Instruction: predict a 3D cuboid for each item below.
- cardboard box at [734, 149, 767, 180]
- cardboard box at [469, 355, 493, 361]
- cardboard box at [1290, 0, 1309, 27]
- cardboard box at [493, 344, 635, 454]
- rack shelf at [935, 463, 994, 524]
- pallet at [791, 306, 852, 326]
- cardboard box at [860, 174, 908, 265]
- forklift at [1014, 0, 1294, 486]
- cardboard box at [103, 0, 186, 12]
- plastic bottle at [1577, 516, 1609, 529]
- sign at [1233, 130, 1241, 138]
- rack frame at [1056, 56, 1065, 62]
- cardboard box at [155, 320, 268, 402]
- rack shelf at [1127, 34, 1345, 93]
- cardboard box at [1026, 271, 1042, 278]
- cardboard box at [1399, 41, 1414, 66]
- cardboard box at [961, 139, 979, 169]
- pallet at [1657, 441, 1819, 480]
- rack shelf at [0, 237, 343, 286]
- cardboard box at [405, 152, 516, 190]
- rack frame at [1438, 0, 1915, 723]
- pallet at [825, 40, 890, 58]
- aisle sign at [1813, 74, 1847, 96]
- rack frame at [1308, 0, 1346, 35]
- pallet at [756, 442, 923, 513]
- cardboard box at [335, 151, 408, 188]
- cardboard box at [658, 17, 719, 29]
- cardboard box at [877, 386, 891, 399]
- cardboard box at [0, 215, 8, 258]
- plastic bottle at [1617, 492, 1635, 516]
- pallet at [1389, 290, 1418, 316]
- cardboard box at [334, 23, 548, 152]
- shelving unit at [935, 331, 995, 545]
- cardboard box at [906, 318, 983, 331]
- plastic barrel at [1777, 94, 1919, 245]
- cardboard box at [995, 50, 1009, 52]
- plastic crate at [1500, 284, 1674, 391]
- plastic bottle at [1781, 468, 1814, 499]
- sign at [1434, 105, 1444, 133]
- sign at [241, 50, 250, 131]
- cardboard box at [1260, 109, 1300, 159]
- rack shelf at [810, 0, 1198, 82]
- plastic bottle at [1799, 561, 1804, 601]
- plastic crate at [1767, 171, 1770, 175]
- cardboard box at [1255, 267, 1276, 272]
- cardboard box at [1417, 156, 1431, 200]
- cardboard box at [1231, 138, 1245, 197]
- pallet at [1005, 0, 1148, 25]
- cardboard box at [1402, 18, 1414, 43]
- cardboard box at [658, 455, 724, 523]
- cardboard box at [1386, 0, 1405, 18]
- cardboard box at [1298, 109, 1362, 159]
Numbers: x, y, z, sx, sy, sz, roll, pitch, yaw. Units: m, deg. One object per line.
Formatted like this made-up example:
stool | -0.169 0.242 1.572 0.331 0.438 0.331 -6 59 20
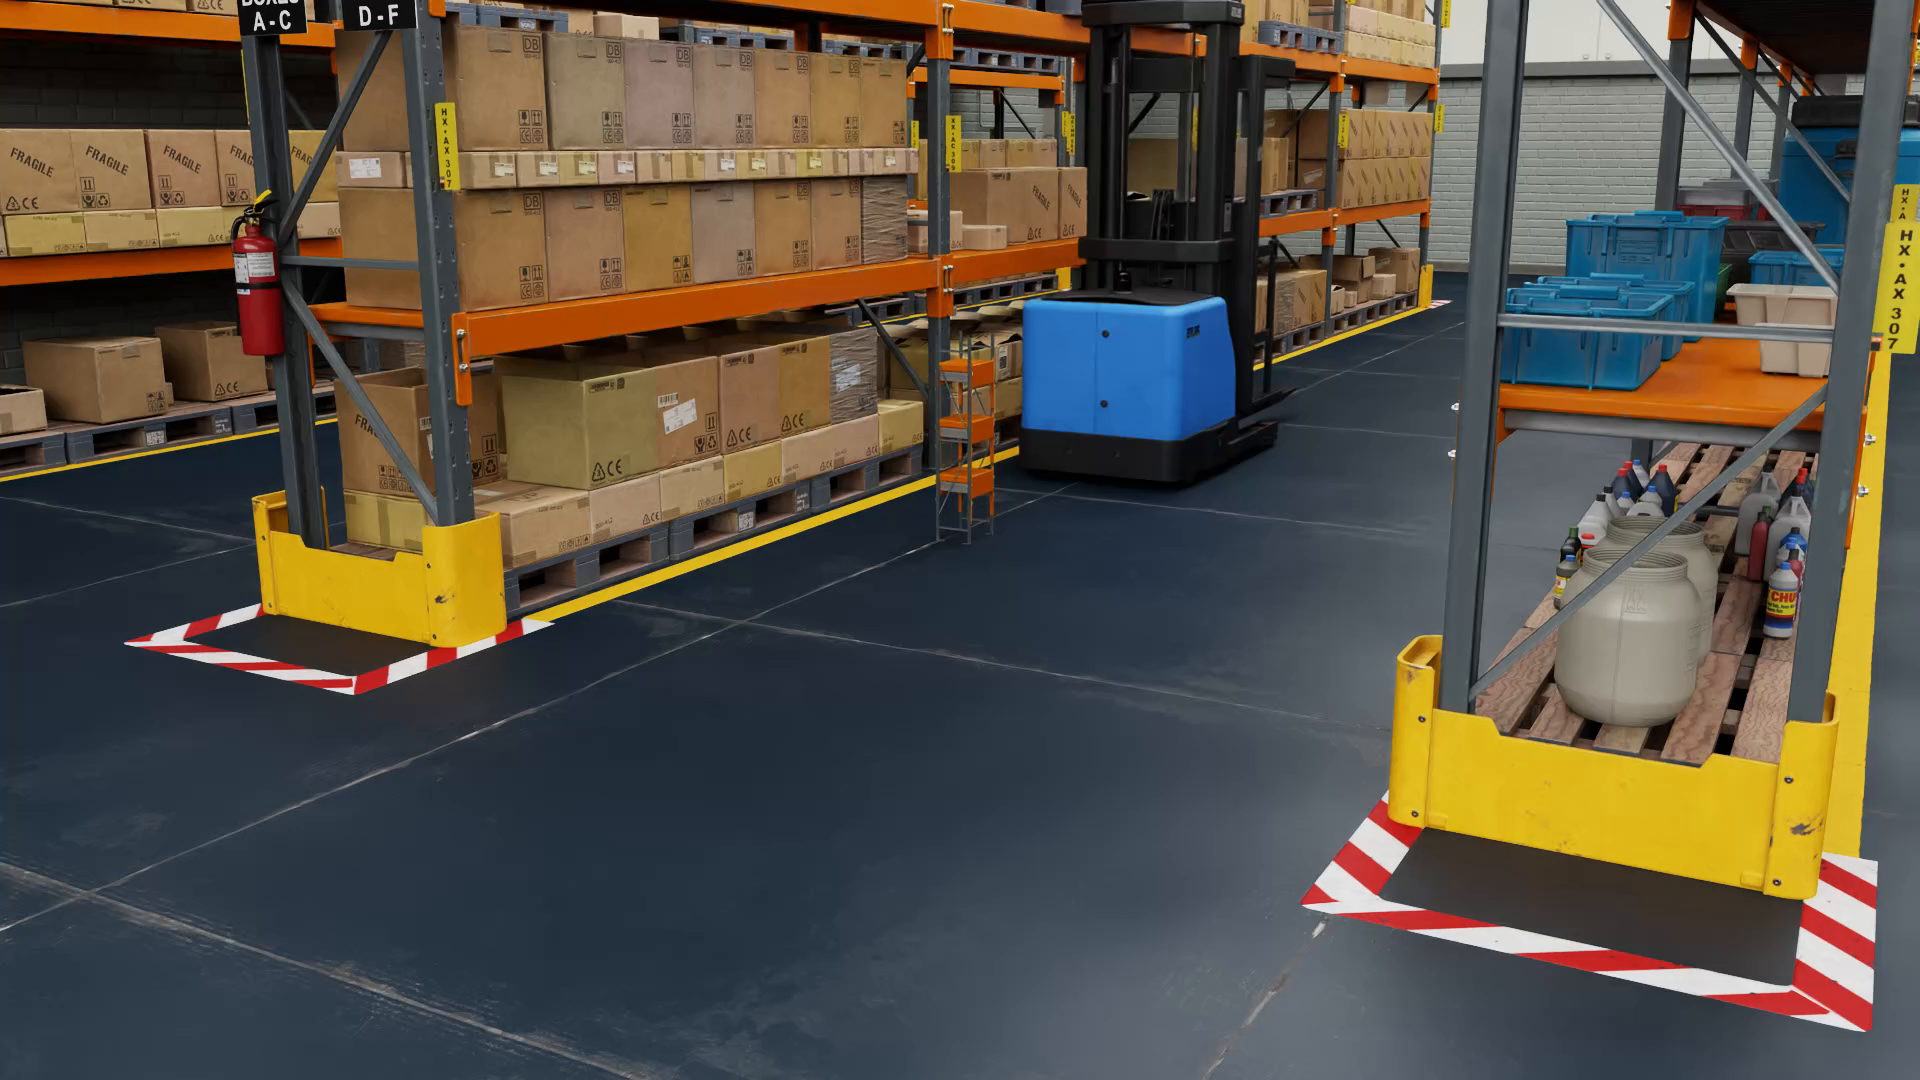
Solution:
cardboard box | -1.210 -1.912 8.465 0.380 0.149 0.250 8 16 30
cardboard box | -4.317 -1.767 13.856 0.700 0.500 0.500 7 15 27
cardboard box | 3.034 -5.249 16.182 0.600 0.600 0.600 6 15 23
cardboard box | -1.990 -0.705 8.427 0.500 0.500 0.500 7 15 28
rack shelf | 0.026 -0.241 8.524 0.215 0.259 0.240 7 15 28
pallet | -1.892 -2.371 17.917 1.003 0.211 1.213 7 15 28
cardboard box | -0.735 -1.900 9.800 0.700 0.500 0.500 7 15 27
forklift | 1.455 -2.042 10.748 1.130 2.935 3.031 7 15 27
cardboard box | -5.382 -3.668 10.692 0.500 0.500 0.500 7 15 26
plastic bottle | 2.592 0.047 6.813 0.152 0.276 0.135 7 15 26
sign | 2.863 -4.065 17.147 0.100 0.325 0.005 7 15 28
rack frame | 0.937 -7.882 22.026 1.000 3.000 0.127 7 15 28
cardboard box | -5.330 -1.284 11.856 0.500 0.500 0.500 6 15 24
rack shelf | 2.375 -4.282 15.031 1.077 0.370 4.000 7 15 28
cardboard box | 0.686 -3.799 22.330 0.700 0.500 0.500 7 15 28
cardboard box | 4.776 -5.449 18.657 0.500 0.250 0.500 7 15 28
cardboard box | -0.362 -4.549 20.362 0.980 0.700 0.700 7 15 27
pallet | 4.743 -0.442 9.916 1.003 0.211 1.213 7 15 28
rack shelf | -5.831 -1.743 10.899 1.077 0.370 4.000 7 15 28
cardboard box | -2.081 -1.542 6.933 0.380 0.149 0.250 7 15 28
rack frame | 1.875 -0.560 4.457 1.000 3.000 0.127 7 15 28
pallet | -1.396 -5.316 18.192 0.805 0.209 1.217 7 15 26
aisle sign | 9.385 -5.155 17.969 0.394 0.787 0.004 7 15 28
rack frame | 3.342 -6.501 16.297 1.000 3.000 0.127 7 15 28
pallet | -0.947 -0.429 9.862 1.003 0.211 1.213 7 15 28
cardboard box | -2.441 -1.586 7.115 0.380 0.149 0.250 7 15 27
cardboard box | -2.750 -5.149 15.938 0.700 0.500 0.500 6 15 24
cardboard box | -0.579 -0.928 10.954 0.500 0.250 0.500 7 15 27
cardboard box | -6.045 -1.792 9.843 0.500 0.250 0.500 7 15 26
plastic bottle | 2.926 -0.077 7.334 0.097 0.271 0.097 0 14 0
pallet | 4.854 -2.870 19.987 1.003 0.211 1.213 7 15 28
cardboard box | -2.197 -1.907 7.061 0.700 0.500 0.500 7 15 28
shelving unit | 0.026 -0.521 8.456 0.215 1.050 0.252 7 15 28
cardboard box | -0.091 -1.408 11.748 0.500 0.311 0.500 7 15 28
plastic barrel | 4.261 -1.669 7.989 0.600 0.901 0.708 7 15 28
cardboard box | 0.318 -6.209 20.697 0.500 0.250 0.500 7 15 26
plastic crate | 1.855 -0.624 5.041 0.499 0.251 0.616 7 15 28
plastic bottle | 3.750 -0.142 7.436 0.144 0.351 0.185 7 15 27
sign | 5.752 -5.054 19.953 0.100 0.325 0.005 7 15 28
sign | -2.928 -1.865 6.891 0.100 0.325 0.005 7 15 28
cardboard box | 3.360 -4.252 17.423 0.500 0.500 0.500 7 15 28
rack shelf | 0.441 -3.462 11.627 1.077 0.370 4.000 7 15 28
plastic bottle | 3.286 0.138 6.591 0.097 0.201 0.097 0 14 0
plastic crate | 7.603 -3.178 15.221 0.392 0.384 0.575 7 15 28
cardboard box | 2.895 -2.511 16.944 0.500 0.500 0.500 7 15 26
cardboard box | 5.297 -4.331 19.883 0.500 0.500 0.500 8 16 30
cardboard box | 2.223 -3.324 14.813 0.700 0.500 0.500 11 17 38
pallet | 0.620 -3.751 11.694 1.003 0.211 1.213 8 16 31
cardboard box | 4.764 -5.694 18.605 0.500 0.250 0.500 7 15 28
cardboard box | -1.525 -0.280 8.265 0.500 0.250 0.500 7 15 28
cardboard box | 4.578 -6.083 18.617 0.700 0.500 0.500 7 15 28
cardboard box | 3.816 -4.184 17.140 0.500 0.500 0.500 8 16 29
